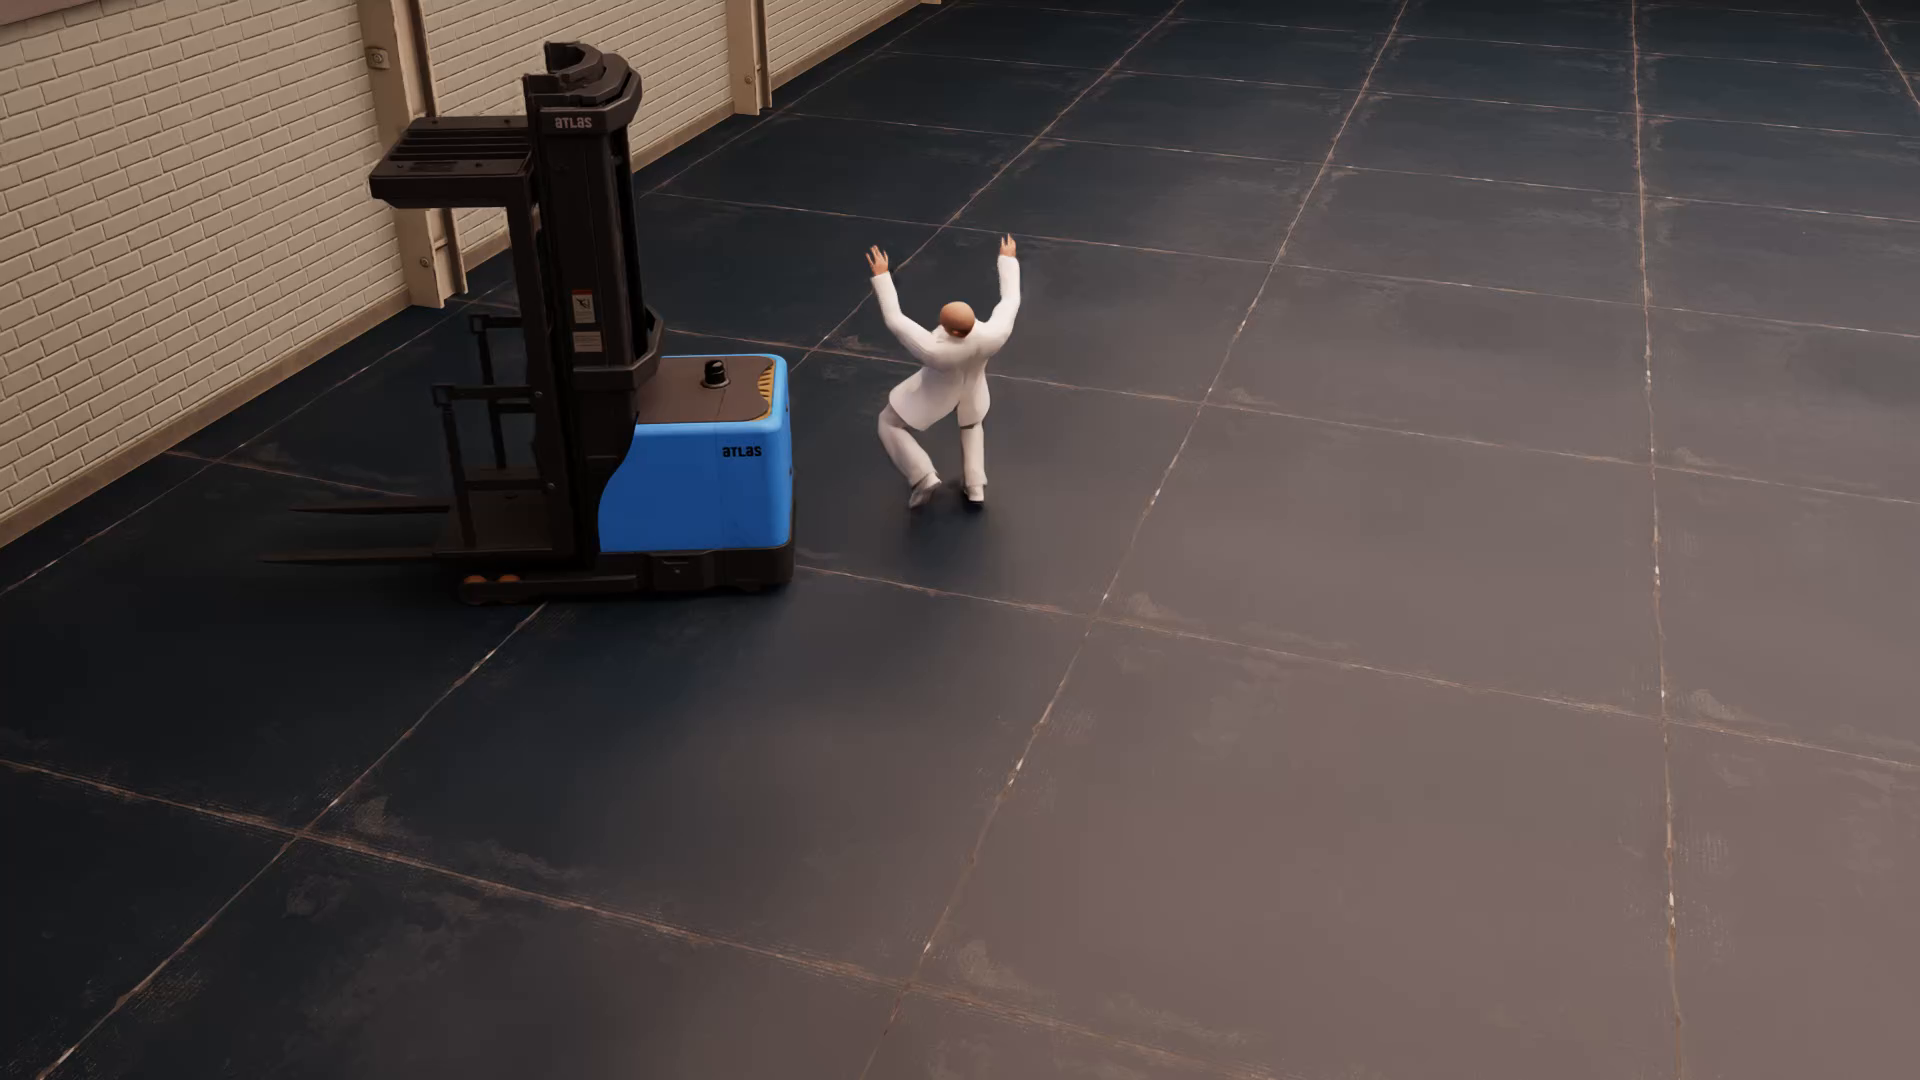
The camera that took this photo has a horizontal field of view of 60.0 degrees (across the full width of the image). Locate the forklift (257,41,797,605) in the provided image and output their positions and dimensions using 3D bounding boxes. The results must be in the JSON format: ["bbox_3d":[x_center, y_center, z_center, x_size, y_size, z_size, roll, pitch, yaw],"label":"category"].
[{"bbox_3d":[-2.502,-1.174,9.196,3.031,2.935,1.130,-2,30,-3],"label":"forklift"}]

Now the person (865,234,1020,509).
[{"bbox_3d":[-0.022,-0.992,10.130,1.049,1.714,0.733,-14,32,-23],"label":"person"}]
